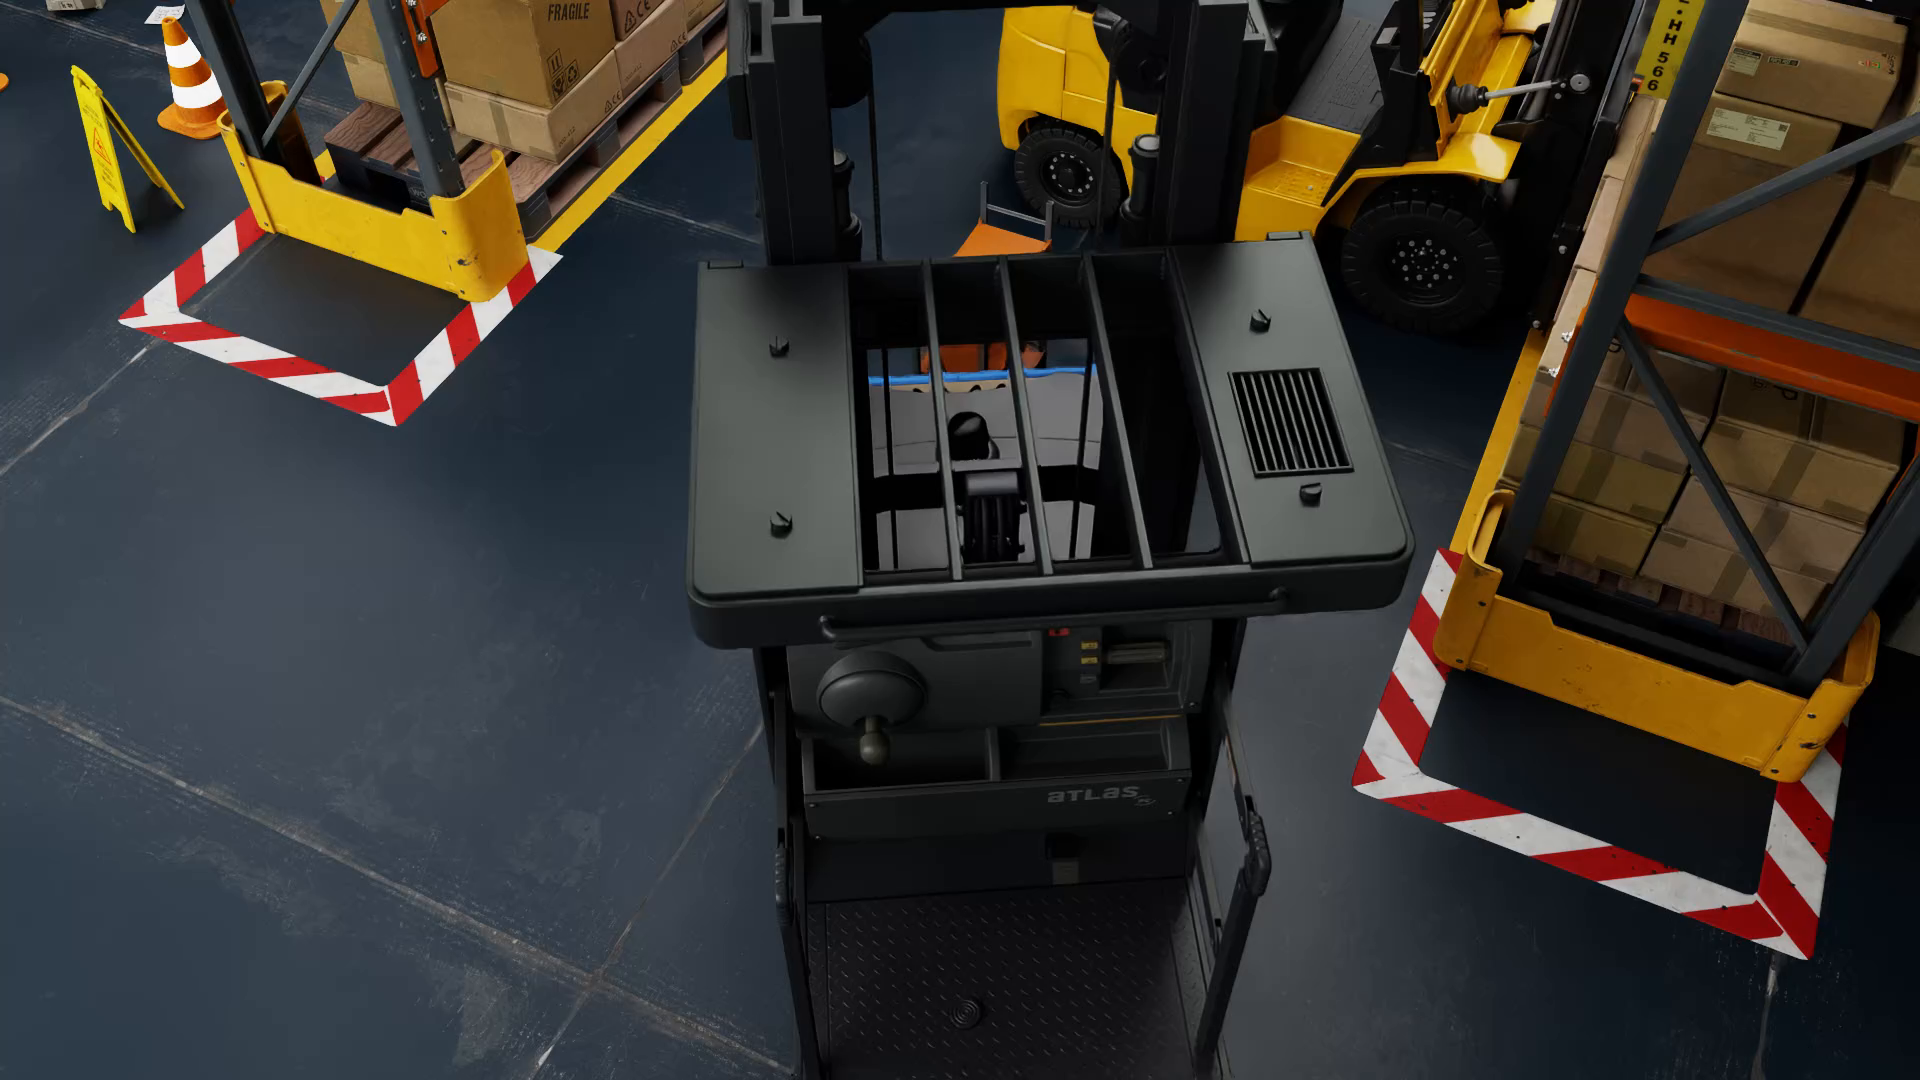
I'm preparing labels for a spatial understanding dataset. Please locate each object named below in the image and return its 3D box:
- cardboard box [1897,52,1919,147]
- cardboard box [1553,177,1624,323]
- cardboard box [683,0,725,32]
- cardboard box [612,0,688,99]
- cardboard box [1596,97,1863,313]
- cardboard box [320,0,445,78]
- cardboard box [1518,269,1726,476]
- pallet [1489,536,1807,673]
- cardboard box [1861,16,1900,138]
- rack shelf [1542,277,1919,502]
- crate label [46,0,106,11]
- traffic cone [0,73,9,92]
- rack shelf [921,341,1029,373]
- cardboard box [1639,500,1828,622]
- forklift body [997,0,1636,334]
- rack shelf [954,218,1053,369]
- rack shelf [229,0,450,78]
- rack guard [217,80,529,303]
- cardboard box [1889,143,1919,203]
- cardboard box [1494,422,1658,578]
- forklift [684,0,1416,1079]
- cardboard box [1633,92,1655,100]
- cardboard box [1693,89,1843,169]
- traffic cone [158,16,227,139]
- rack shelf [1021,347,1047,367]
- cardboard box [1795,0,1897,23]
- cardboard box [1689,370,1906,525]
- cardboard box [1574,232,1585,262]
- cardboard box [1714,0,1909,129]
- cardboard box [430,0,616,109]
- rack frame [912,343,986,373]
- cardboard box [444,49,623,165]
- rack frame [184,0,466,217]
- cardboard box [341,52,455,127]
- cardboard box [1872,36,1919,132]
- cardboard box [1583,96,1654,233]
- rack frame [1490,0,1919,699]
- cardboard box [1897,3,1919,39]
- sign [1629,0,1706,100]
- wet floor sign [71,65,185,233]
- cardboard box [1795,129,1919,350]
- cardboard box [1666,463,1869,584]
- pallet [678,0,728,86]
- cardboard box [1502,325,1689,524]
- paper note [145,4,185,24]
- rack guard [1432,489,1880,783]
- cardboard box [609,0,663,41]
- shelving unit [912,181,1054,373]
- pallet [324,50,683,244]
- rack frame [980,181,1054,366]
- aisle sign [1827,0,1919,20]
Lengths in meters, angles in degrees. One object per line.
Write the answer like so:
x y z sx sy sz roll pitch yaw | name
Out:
2.474 -1.034 3.973 0.380 0.149 0.250 19 52 15 | cardboard box
2.265 -0.874 5.397 0.500 0.250 0.500 21 53 17 | cardboard box
-1.311 -2.585 7.510 0.500 0.250 0.500 23 53 18 | cardboard box
-1.533 -2.205 7.186 0.500 0.250 0.500 22 53 17 | cardboard box
2.110 -0.990 4.557 0.500 0.500 0.500 19 52 15 | cardboard box
-2.246 -2.270 6.749 0.500 0.500 0.500 20 53 16 | cardboard box
2.052 -0.521 5.097 0.500 0.250 0.500 21 53 17 | cardboard box
2.426 -0.170 5.756 1.003 0.211 1.213 20 52 16 | pallet
2.802 -1.182 4.721 0.500 0.500 0.500 21 53 17 | cardboard box
2.992 -1.677 5.680 1.077 0.370 4.000 20 52 16 | rack shelf
-4.204 -2.622 7.891 0.250 0.136 0.298 -4 50 -3 | crate label
-4.484 -2.166 7.289 0.336 0.463 0.334 20 52 16 | traffic cone
0.071 -0.604 5.271 0.258 0.148 0.480 20 52 16 | rack shelf
2.524 -0.053 5.355 0.500 0.250 0.500 20 52 16 | cardboard box
1.298 -2.157 6.173 2.313 2.155 1.214 20 52 16 | forklift body
0.071 -0.758 5.091 0.258 0.148 0.480 20 52 16 | rack shelf
-1.498 -3.289 7.052 1.077 0.370 4.000 20 52 16 | rack shelf
-2.320 -1.388 6.603 1.175 0.500 0.348 20 52 16 | rack guard
2.517 -0.925 4.076 0.380 0.149 0.250 19 52 15 | cardboard box
2.052 -0.204 5.484 0.500 0.250 0.500 20 53 16 | cardboard box
0.107 0.380 3.502 1.130 2.935 3.031 -3 50 -3 | forklift
2.695 -1.571 5.991 0.500 0.250 0.500 19 52 15 | cardboard box
2.032 -1.105 4.230 0.380 0.149 0.250 21 53 17 | cardboard box
-3.335 -2.039 7.181 0.336 0.463 0.334 20 52 16 | traffic cone
0.071 -0.459 5.441 0.258 0.148 0.480 20 52 16 | rack shelf
2.177 -1.367 4.257 0.380 0.149 0.250 20 52 16 | cardboard box
2.514 -0.371 4.970 0.500 0.250 0.500 19 52 16 | cardboard box
2.488 -1.081 5.902 0.500 0.250 0.500 19 52 15 | cardboard box
2.100 -1.187 4.104 0.380 0.149 0.250 20 52 16 | cardboard box
-1.748 -2.116 6.618 0.500 0.500 0.500 18 52 15 | cardboard box
-0.034 -0.335 5.247 0.240 1.200 0.015 20 52 16 | rack frame
-1.758 -1.856 6.889 0.500 0.250 0.500 19 52 16 | cardboard box
-2.352 -2.145 5.606 1.000 3.000 0.127 20 52 16 | rack frame
-2.240 -2.051 7.055 0.500 0.250 0.500 20 52 16 | cardboard box
2.564 -1.115 4.238 0.380 0.149 0.250 20 52 16 | cardboard box
2.471 -1.225 5.696 0.500 0.250 0.500 20 53 17 | cardboard box
2.137 -0.533 4.234 1.000 3.000 0.127 20 52 16 | rack frame
2.679 -1.288 4.385 0.380 0.149 0.250 19 52 15 | cardboard box
1.652 -1.171 3.861 0.100 0.325 0.005 20 52 16 | sign
-3.401 -1.600 6.688 0.232 0.644 0.267 -37 59 -27 | wet floor sign
2.600 -0.816 4.409 0.500 0.500 0.500 21 53 17 | cardboard box
2.526 -0.196 5.149 0.500 0.250 0.500 21 53 17 | cardboard box
-1.418 -2.679 7.891 1.003 0.211 1.213 20 52 16 | pallet
2.062 -0.377 5.303 0.500 0.250 0.500 19 52 16 | cardboard box
-3.748 -2.482 7.842 0.148 0.019 0.142 4 50 3 | paper note
2.127 0.294 5.172 1.175 0.500 0.348 20 52 16 | rack guard
-1.529 -2.477 6.925 0.500 0.500 0.500 18 52 15 | cardboard box
0.071 -0.503 5.390 0.258 1.200 0.503 20 52 16 | shelving unit
-1.941 -1.842 7.179 1.003 0.211 1.213 20 52 16 | pallet
0.175 -0.671 5.533 0.240 1.200 0.015 20 52 16 | rack frame
1.843 -1.426 3.287 0.394 0.787 0.004 20 52 16 | aisle sign
